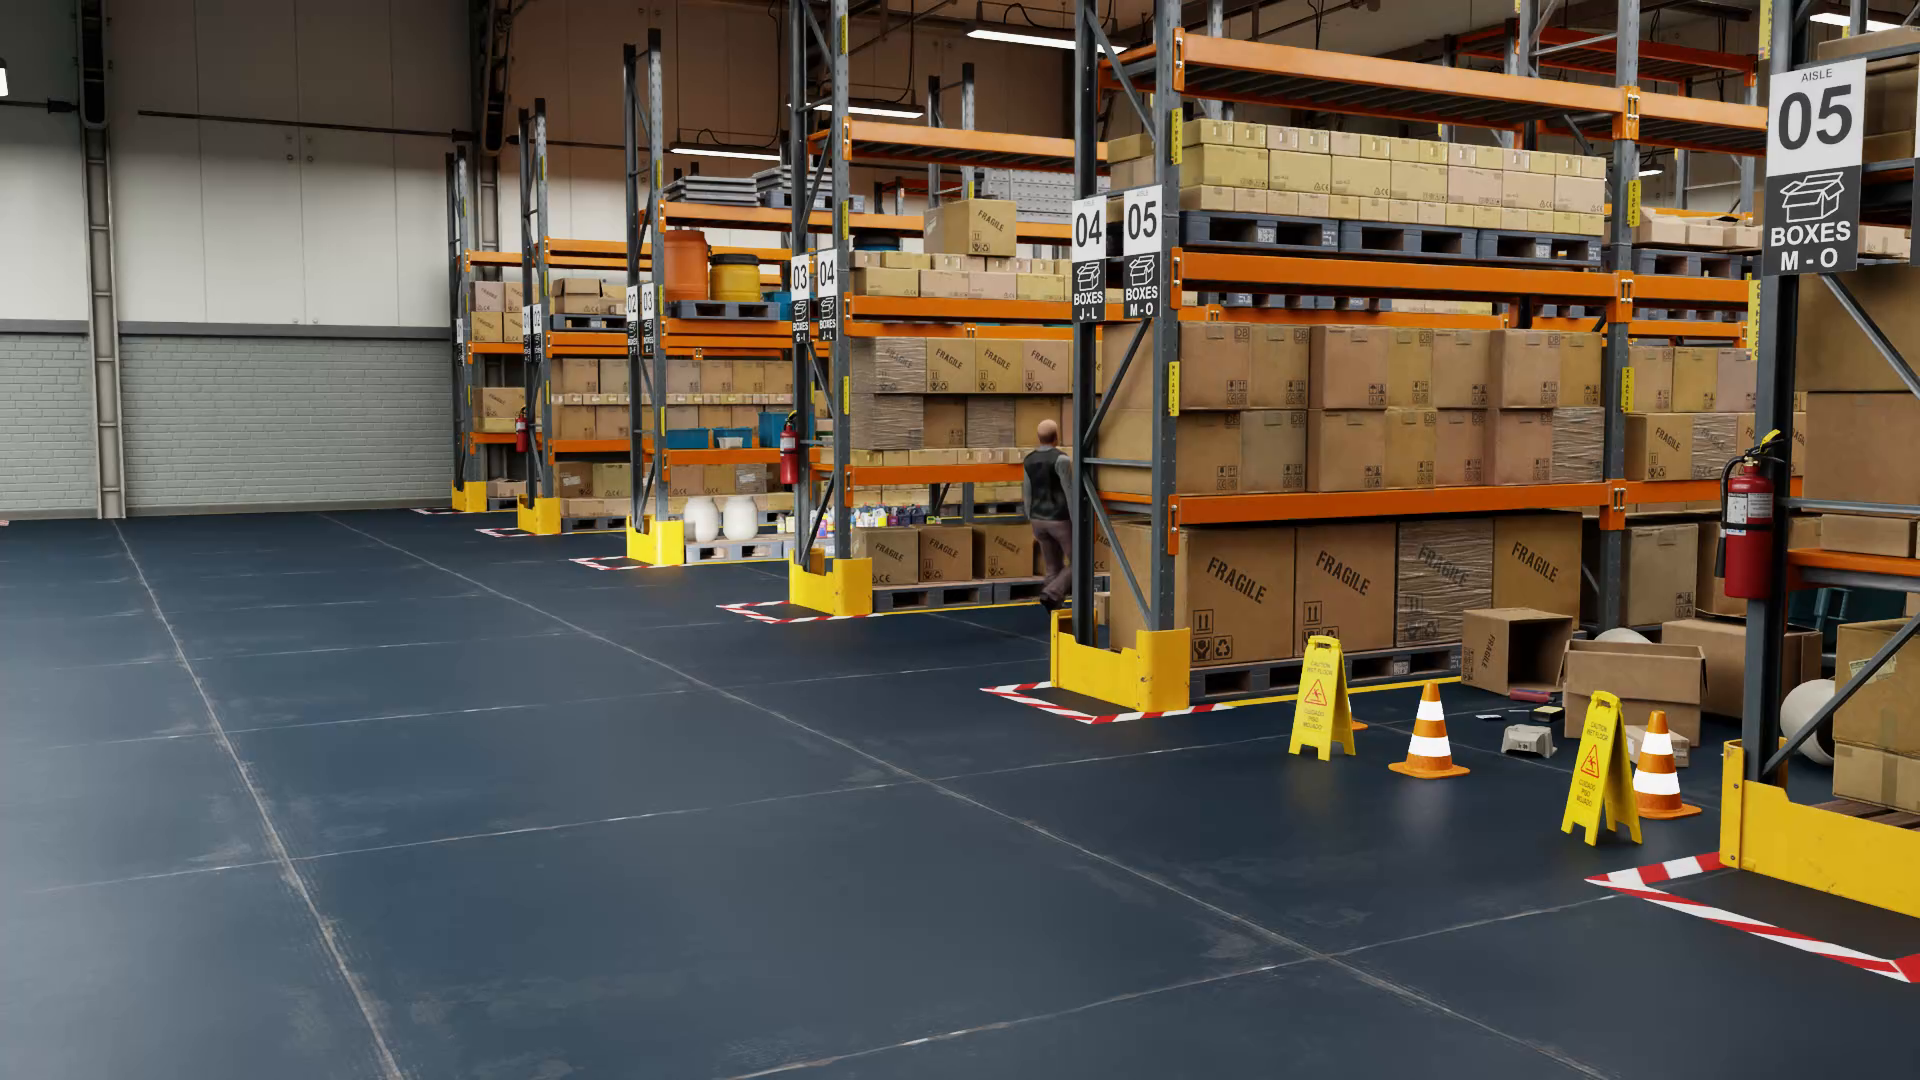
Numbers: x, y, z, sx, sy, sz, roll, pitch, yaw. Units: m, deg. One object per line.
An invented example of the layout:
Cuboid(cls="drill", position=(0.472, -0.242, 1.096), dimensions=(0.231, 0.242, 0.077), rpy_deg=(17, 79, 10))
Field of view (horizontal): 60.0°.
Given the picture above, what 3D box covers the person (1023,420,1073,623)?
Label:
Cuboid(cls="person", position=(0.806, -0.140, 13.744), dimensions=(0.660, 1.709, 0.564), rpy_deg=(-5, 7, -45))
